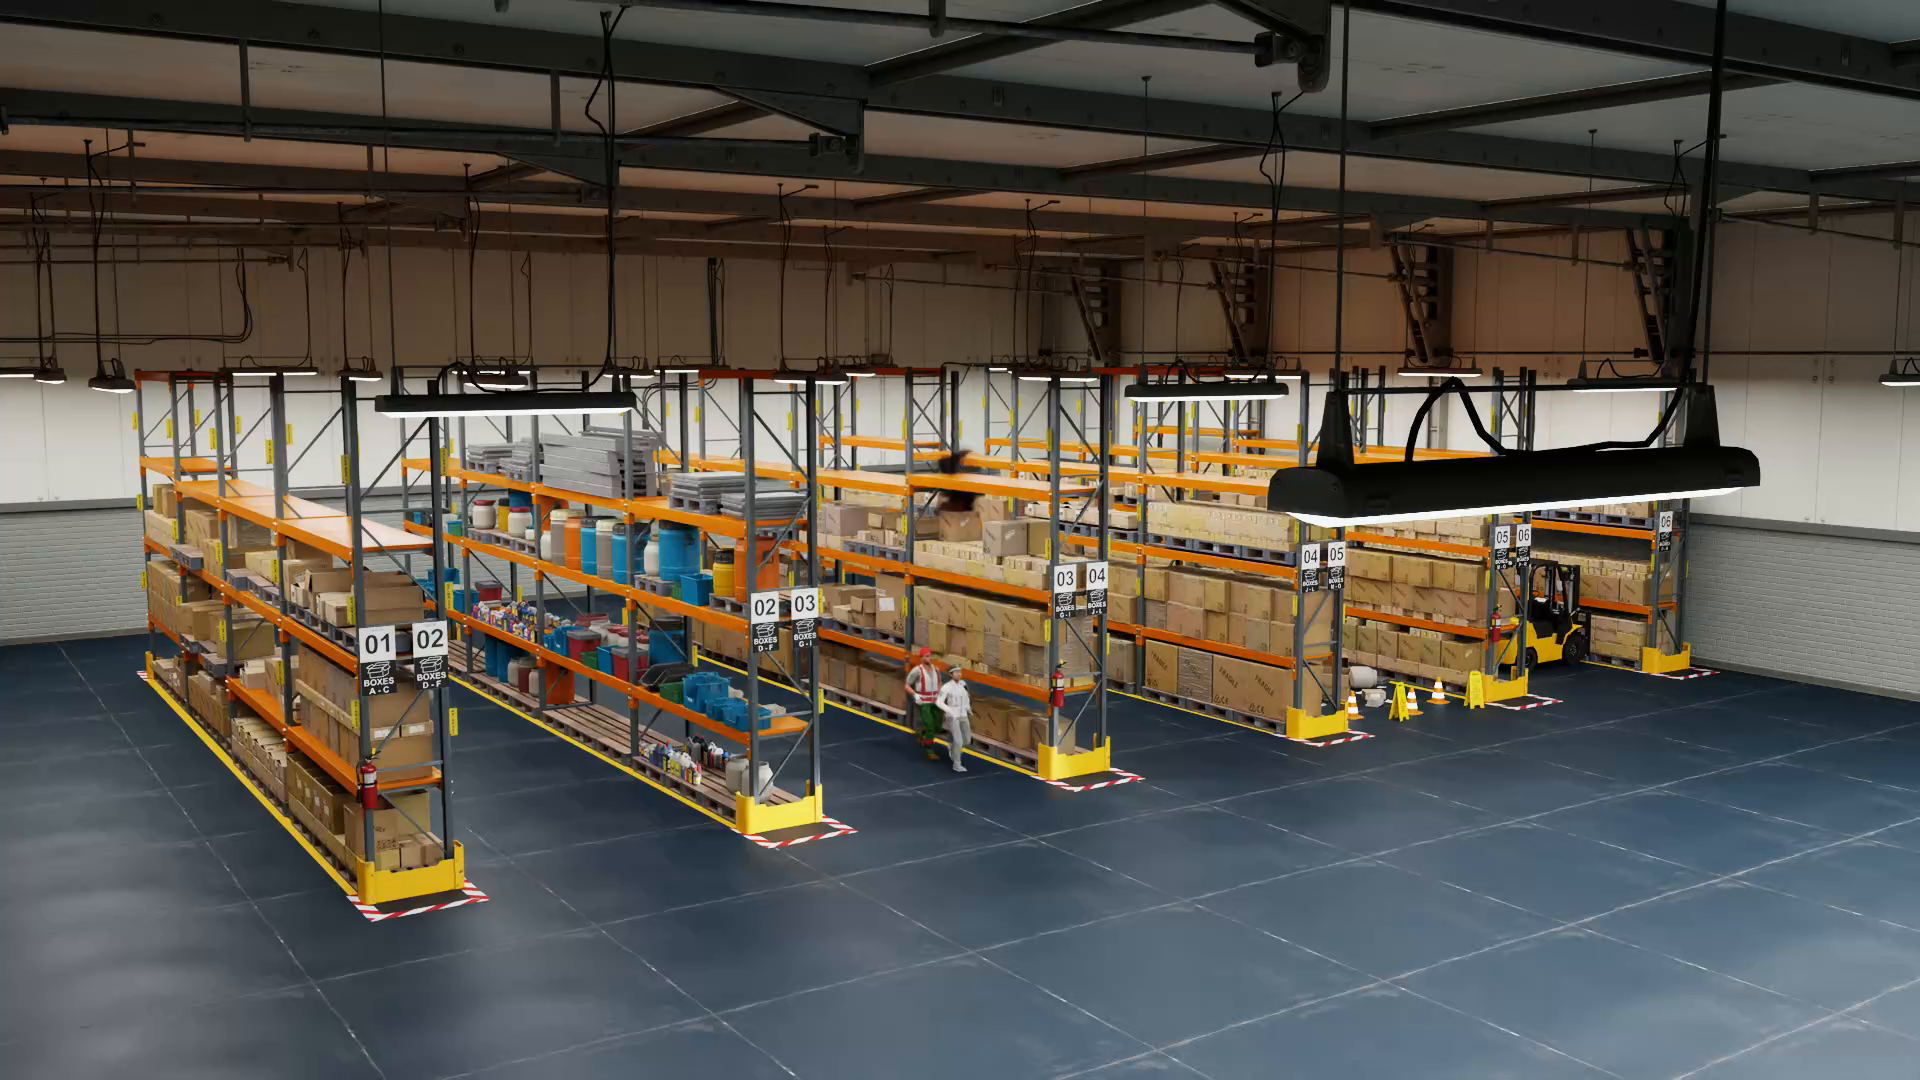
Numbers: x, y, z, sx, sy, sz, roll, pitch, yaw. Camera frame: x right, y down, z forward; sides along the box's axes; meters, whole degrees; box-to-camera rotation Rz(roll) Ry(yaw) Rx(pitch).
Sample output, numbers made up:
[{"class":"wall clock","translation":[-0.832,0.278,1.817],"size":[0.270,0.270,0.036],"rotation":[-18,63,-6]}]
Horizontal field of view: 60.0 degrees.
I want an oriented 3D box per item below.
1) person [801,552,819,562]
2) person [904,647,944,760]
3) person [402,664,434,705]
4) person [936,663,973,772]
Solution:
[{"class":"person","translation":[-3.926,0.814,41.767],"size":[0.893,1.597,0.676],"rotation":[-3,7,-23]},{"class":"person","translation":[-0.530,2.539,25.971],"size":[0.659,1.743,0.676],"rotation":[-5,8,-37]},{"class":"person","translation":[-9.114,2.310,28.066],"size":[0.713,1.728,0.565],"rotation":[-6,9,-43]},{"class":"person","translation":[-0.065,2.670,25.202],"size":[0.614,1.647,0.540],"rotation":[-5,8,-35]}]
